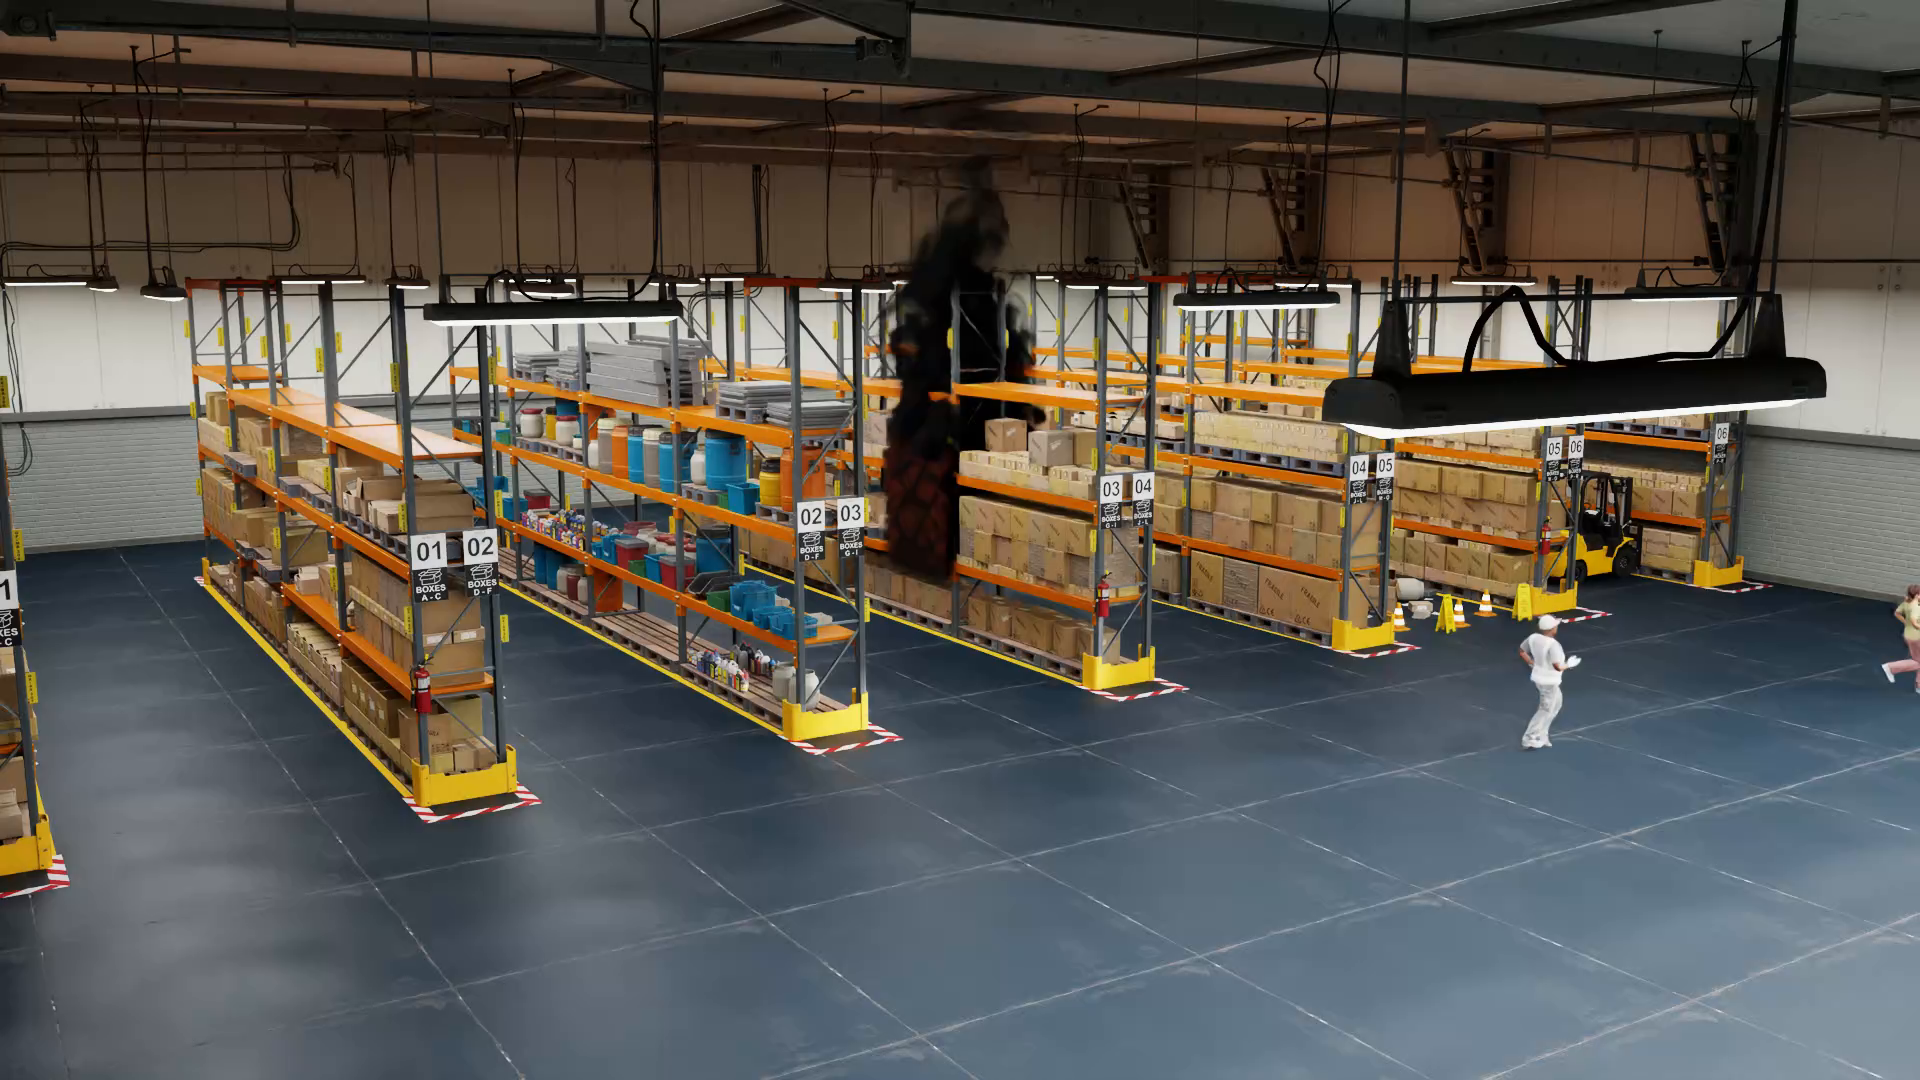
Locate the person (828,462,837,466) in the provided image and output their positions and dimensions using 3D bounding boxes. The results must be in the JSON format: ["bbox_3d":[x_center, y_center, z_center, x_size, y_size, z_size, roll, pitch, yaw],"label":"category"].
[{"bbox_3d":[-3.159,-1.067,39.521,0.703,1.590,0.521,-5,11,-25],"label":"person"}]

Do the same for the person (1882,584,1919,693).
[{"bbox_3d":[14.037,1.454,24.513,0.806,1.631,0.593,2,10,11],"label":"person"}]

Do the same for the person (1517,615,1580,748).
[{"bbox_3d":[7.668,1.859,21.637,0.685,1.807,0.659,-1,10,-5],"label":"person"}]
